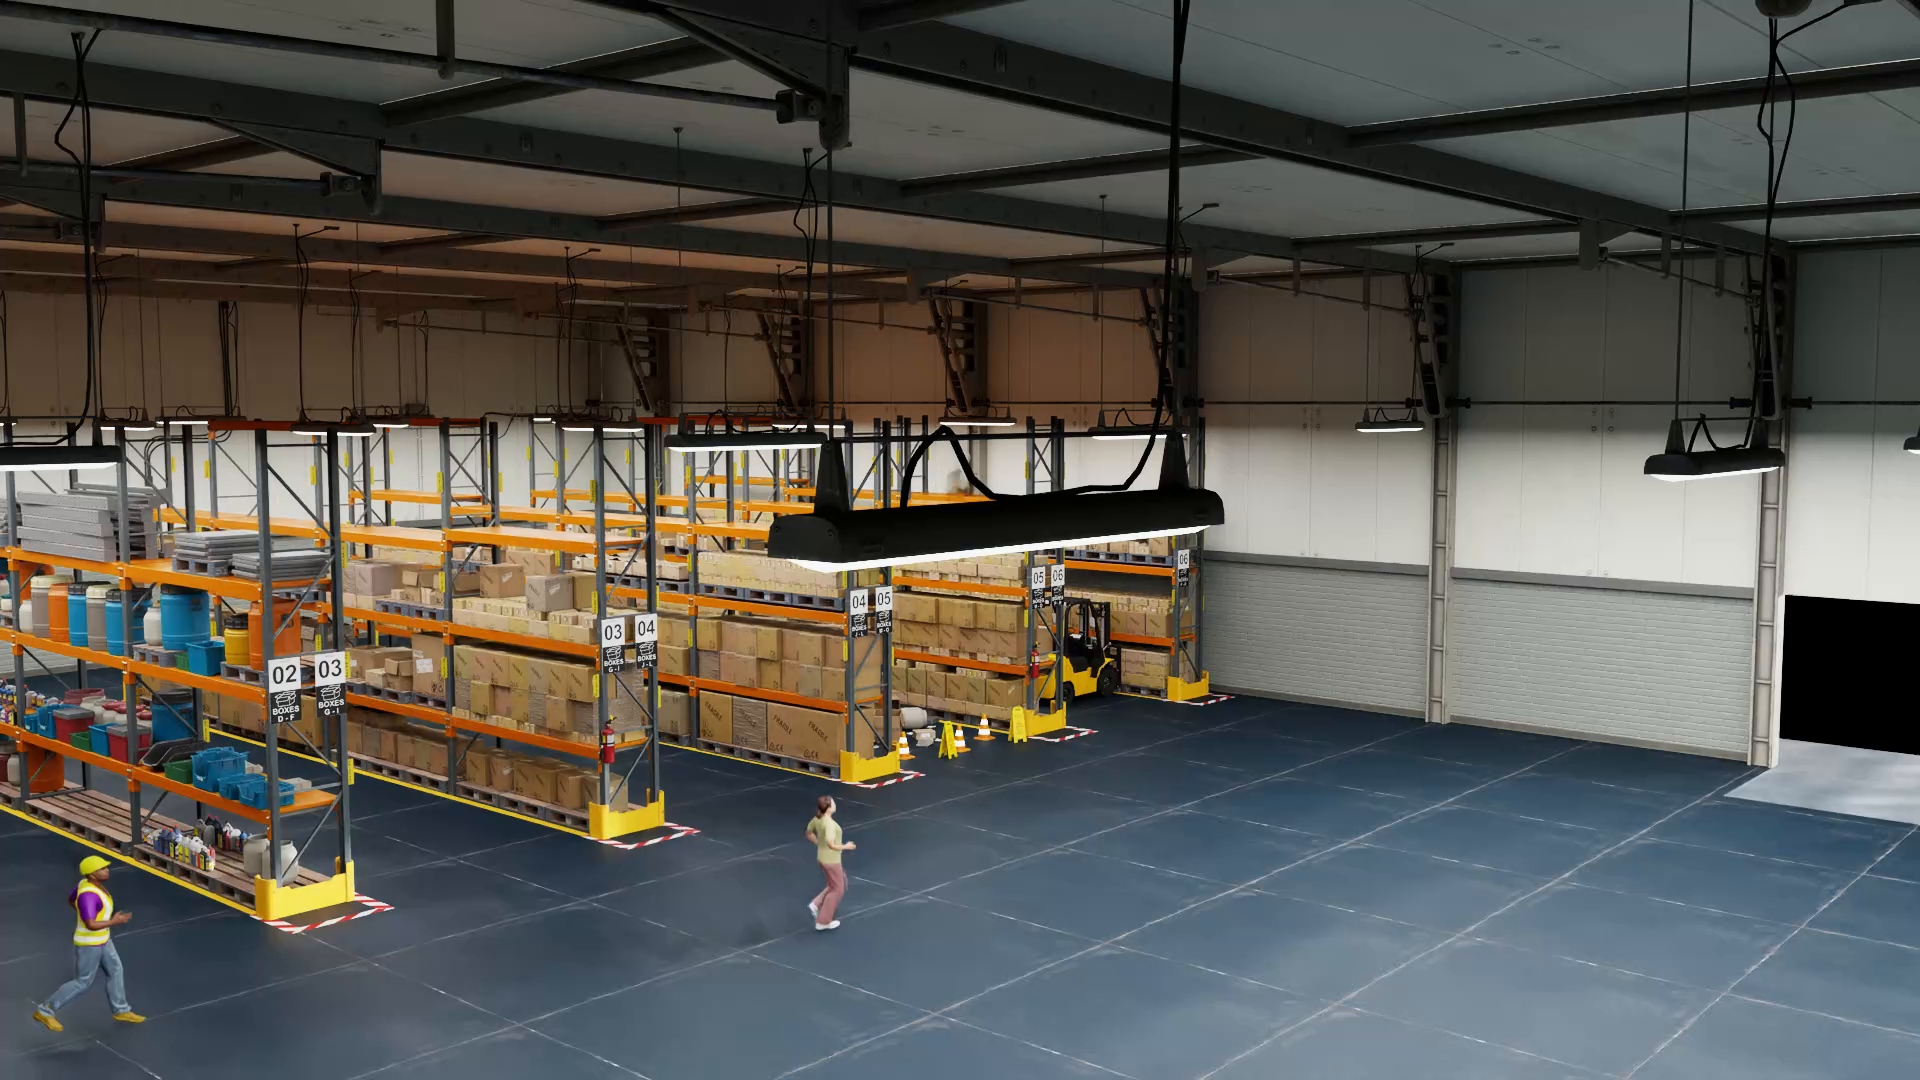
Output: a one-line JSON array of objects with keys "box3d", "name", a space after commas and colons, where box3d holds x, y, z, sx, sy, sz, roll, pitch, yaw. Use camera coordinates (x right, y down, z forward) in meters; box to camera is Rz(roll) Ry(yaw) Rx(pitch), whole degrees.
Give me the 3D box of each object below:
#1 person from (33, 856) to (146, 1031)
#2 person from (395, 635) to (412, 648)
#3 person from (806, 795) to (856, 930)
[{"box3d": [-8.761, 4.056, 16.709, 0.986, 1.782, 0.704, -2, 5, -22], "name": "person"}, {"box3d": [-13.572, 2.147, 40.527, 0.544, 1.718, 0.736, 3, 6, 35], "name": "person"}, {"box3d": [-1.545, 3.851, 19.964, 0.542, 1.625, 0.573, -2, 5, -26], "name": "person"}]
